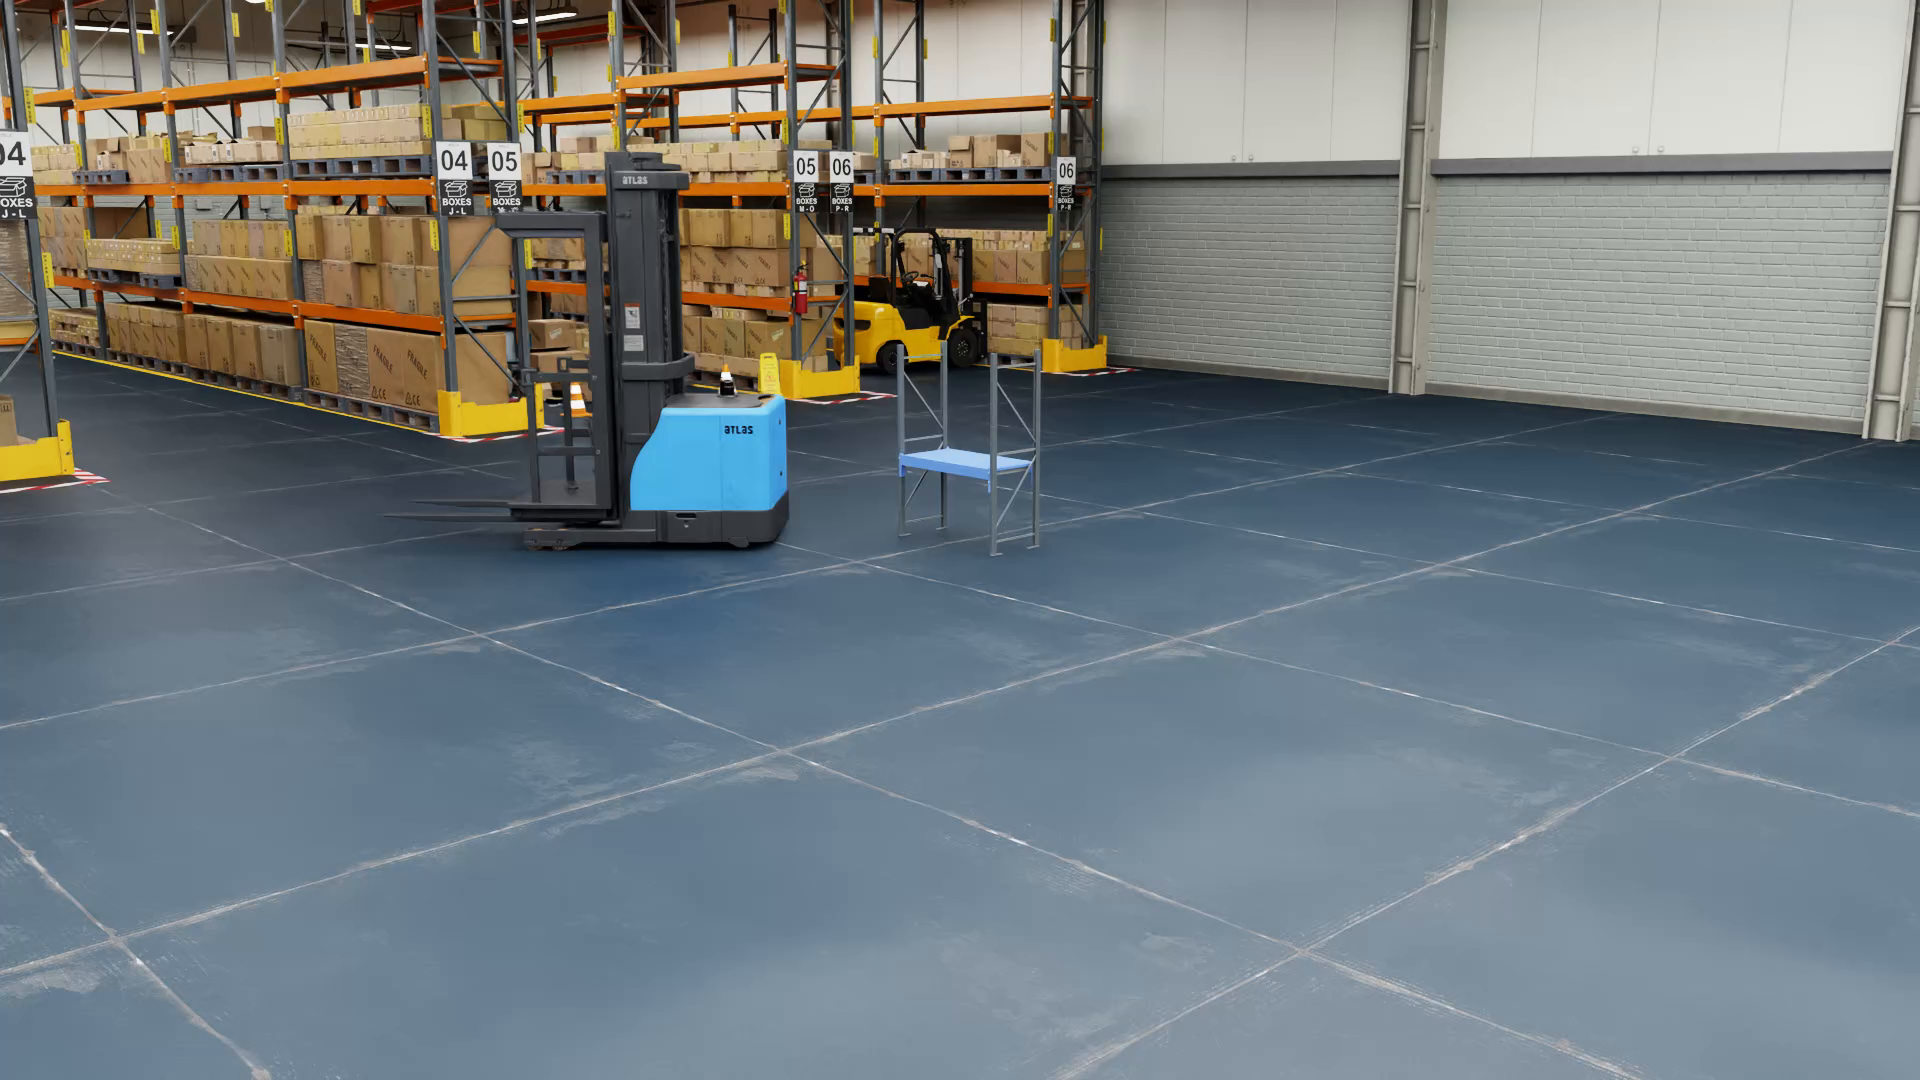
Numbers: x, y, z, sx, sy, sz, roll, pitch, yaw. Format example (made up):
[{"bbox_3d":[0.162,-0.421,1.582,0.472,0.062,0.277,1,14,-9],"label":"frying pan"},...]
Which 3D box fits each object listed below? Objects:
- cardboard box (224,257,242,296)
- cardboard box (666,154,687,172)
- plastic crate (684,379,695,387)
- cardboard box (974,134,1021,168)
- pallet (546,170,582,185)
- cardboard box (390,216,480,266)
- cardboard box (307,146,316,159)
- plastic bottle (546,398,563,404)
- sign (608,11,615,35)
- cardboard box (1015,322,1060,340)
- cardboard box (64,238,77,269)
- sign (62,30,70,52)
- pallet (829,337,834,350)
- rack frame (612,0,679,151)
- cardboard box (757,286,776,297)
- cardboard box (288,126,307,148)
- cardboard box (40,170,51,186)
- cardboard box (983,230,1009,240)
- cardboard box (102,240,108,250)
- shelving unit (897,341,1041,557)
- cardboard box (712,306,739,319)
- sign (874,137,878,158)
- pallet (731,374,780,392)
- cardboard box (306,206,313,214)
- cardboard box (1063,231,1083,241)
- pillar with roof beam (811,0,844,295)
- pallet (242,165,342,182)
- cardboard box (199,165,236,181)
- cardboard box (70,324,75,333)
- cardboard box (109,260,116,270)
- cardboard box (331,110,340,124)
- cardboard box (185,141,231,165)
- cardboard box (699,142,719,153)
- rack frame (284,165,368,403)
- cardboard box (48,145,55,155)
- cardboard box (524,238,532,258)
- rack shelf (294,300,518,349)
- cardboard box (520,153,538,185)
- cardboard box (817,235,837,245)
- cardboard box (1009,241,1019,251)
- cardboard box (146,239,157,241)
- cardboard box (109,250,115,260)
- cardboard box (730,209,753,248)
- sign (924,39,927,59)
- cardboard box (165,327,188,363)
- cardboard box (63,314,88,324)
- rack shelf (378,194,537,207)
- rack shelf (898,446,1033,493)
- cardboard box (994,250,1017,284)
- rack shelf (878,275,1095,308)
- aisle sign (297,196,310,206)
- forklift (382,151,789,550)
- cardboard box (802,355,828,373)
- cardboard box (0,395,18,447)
[{"bbox_3d":[-9.705,-3.610,22.753,0.500,0.500,0.500,-11,16,-43],"label":"cardboard box"},{"bbox_3d":[-3.785,-5.296,23.383,0.500,0.250,0.500,-11,16,-42],"label":"cardboard box"},{"bbox_3d":[-4.100,-2.232,23.548,0.583,0.080,0.402,6,13,26],"label":"plastic crate"},{"bbox_3d":[0.642,-6.081,26.023,0.700,0.500,0.500,-11,16,-42],"label":"cardboard box"},{"bbox_3d":[-5.658,-5.639,25.878,1.213,0.211,1.003,-11,16,-43],"label":"pallet"},{"bbox_3d":[-6.013,-3.447,19.159,0.875,0.550,0.550,-11,16,-43],"label":"cardboard box"},{"bbox_3d":[-7.744,-4.727,20.323,0.380,0.149,0.250,-11,16,-43],"label":"cardboard box"},{"bbox_3d":[-5.259,-1.805,21.522,0.283,0.061,0.133,6,13,26],"label":"plastic bottle"},{"bbox_3d":[-4.988,-7.401,23.825,0.100,0.325,0.005,-11,16,-43],"label":"sign"},{"bbox_3d":[1.197,-3.245,25.764,0.500,0.250,0.500,-11,16,-43],"label":"cardboard box"},{"bbox_3d":[-14.522,-4.770,27.647,0.500,0.500,0.500,11,16,44],"label":"cardboard box"},{"bbox_3d":[-14.031,-7.830,26.106,0.100,0.325,0.005,-11,16,-43],"label":"sign"},{"bbox_3d":[-1.540,-3.434,29.057,1.003,0.211,1.213,-11,16,-43],"label":"pallet"},{"bbox_3d":[-4.591,-6.944,24.315,1.000,3.000,0.127,-11,16,-43],"label":"rack frame"},{"bbox_3d":[-2.497,-3.345,22.336,0.380,0.149,0.250,-11,16,-43],"label":"cardboard box"},{"bbox_3d":[-7.966,-4.987,20.594,0.500,0.250,0.500,-11,16,-42],"label":"cardboard box"},{"bbox_3d":[-15.189,-6.119,28.117,0.500,0.250,0.500,-11,16,-43],"label":"cardboard box"},{"bbox_3d":[0.588,-4.785,26.109,0.380,0.149,0.250,-10,16,-41],"label":"cardboard box"},{"bbox_3d":[-13.144,-4.607,25.945,0.380,0.149,0.250,-11,16,-43],"label":"cardboard box"},{"bbox_3d":[0.059,-0.722,12.700,0.538,1.500,1.048,-11,16,-43],"label":"shelving unit"},{"bbox_3d":[-3.224,-3.166,23.154,0.380,0.149,0.250,-10,15,-40],"label":"cardboard box"},{"bbox_3d":[-1.389,-6.497,27.519,0.100,0.325,0.005,-11,16,-43],"label":"sign"},{"bbox_3d":[-2.416,-2.191,23.021,1.003,0.211,1.213,-11,16,-43],"label":"pallet"},{"bbox_3d":[-12.504,-6.441,32.406,0.380,0.149,0.250,-10,15,-41],"label":"cardboard box"},{"bbox_3d":[1.682,-4.705,25.723,0.380,0.149,0.250,-11,16,-44],"label":"cardboard box"},{"bbox_3d":[-5.327,-7.555,27.282,9.100,9.000,0.548,-11,16,-43],"label":"pillar with roof beam"},{"bbox_3d":[-8.770,-4.803,21.833,1.217,0.209,0.805,11,16,43],"label":"pallet"},{"bbox_3d":[-11.065,-5.523,24.605,0.500,0.500,0.500,-11,16,-43],"label":"cardboard box"},{"bbox_3d":[-14.930,-3.626,28.366,0.250,0.149,0.380,11,16,42],"label":"cardboard box"},{"bbox_3d":[-12.972,-4.279,25.829,0.250,0.149,0.380,11,16,43],"label":"cardboard box"},{"bbox_3d":[-7.216,-5.006,19.701,0.380,0.149,0.250,-11,16,-43],"label":"cardboard box"},{"bbox_3d":[-10.523,-5.429,23.326,0.500,0.311,0.500,-11,16,-42],"label":"cardboard box"},{"bbox_3d":[-3.359,-5.386,22.832,0.380,0.149,0.250,-10,16,-41],"label":"cardboard box"},{"bbox_3d":[-8.101,-3.301,21.500,1.000,3.000,0.127,-11,16,-43],"label":"rack frame"},{"bbox_3d":[-14.951,-6.497,27.724,0.380,0.149,0.250,-11,16,-43],"label":"cardboard box"},{"bbox_3d":[-6.845,-4.817,26.831,0.500,0.500,0.500,-10,15,-40],"label":"cardboard box"},{"bbox_3d":[-6.720,-2.657,20.156,1.077,0.370,4.000,-11,16,-43],"label":"rack shelf"},{"bbox_3d":[-6.706,-5.968,26.762,0.700,0.500,0.500,-11,16,-43],"label":"cardboard box"},{"bbox_3d":[-2.304,-5.266,29.181,0.380,0.149,0.250,-11,16,-42],"label":"cardboard box"},{"bbox_3d":[0.984,-4.572,25.813,0.380,0.149,0.250,-11,16,-42],"label":"cardboard box"},{"bbox_3d":[-12.663,-4.696,26.378,0.380,0.149,0.250,-11,16,-43],"label":"cardboard box"},{"bbox_3d":[-12.960,-4.423,25.792,0.380,0.149,0.250,-10,15,-40],"label":"cardboard box"},{"bbox_3d":[-2.683,-4.225,22.523,0.700,0.500,0.500,-11,16,-42],"label":"cardboard box"},{"bbox_3d":[-0.585,-8.245,27.922,0.100,0.325,0.005,-11,16,-43],"label":"sign"},{"bbox_3d":[-11.507,-2.926,24.833,0.500,0.500,0.500,-11,16,-43],"label":"cardboard box"},{"bbox_3d":[-15.014,-3.765,28.303,0.250,0.149,0.380,11,16,43],"label":"cardboard box"},{"bbox_3d":[-8.734,-5.998,28.940,1.077,0.370,4.000,-11,16,-43],"label":"rack shelf"},{"bbox_3d":[0.059,-0.546,12.736,0.538,0.185,1.000,-11,16,-43],"label":"rack shelf"},{"bbox_3d":[0.878,-4.275,25.981,0.500,0.500,0.500,-10,15,-41],"label":"cardboard box"},{"bbox_3d":[0.378,-4.054,26.936,1.077,0.370,4.000,-11,16,-43],"label":"rack shelf"},{"bbox_3d":[-13.137,-7.000,33.013,0.394,0.787,0.004,-11,16,-43],"label":"aisle sign"},{"bbox_3d":[-2.902,-1.463,12.747,3.031,2.935,1.130,0,12,2],"label":"forklift"},{"bbox_3d":[-2.185,-2.437,23.080,0.500,0.250,0.500,-11,16,-43],"label":"cardboard box"},{"bbox_3d":[-9.415,-1.116,16.047,0.500,0.500,0.500,-7,14,-32],"label":"cardboard box"}]
